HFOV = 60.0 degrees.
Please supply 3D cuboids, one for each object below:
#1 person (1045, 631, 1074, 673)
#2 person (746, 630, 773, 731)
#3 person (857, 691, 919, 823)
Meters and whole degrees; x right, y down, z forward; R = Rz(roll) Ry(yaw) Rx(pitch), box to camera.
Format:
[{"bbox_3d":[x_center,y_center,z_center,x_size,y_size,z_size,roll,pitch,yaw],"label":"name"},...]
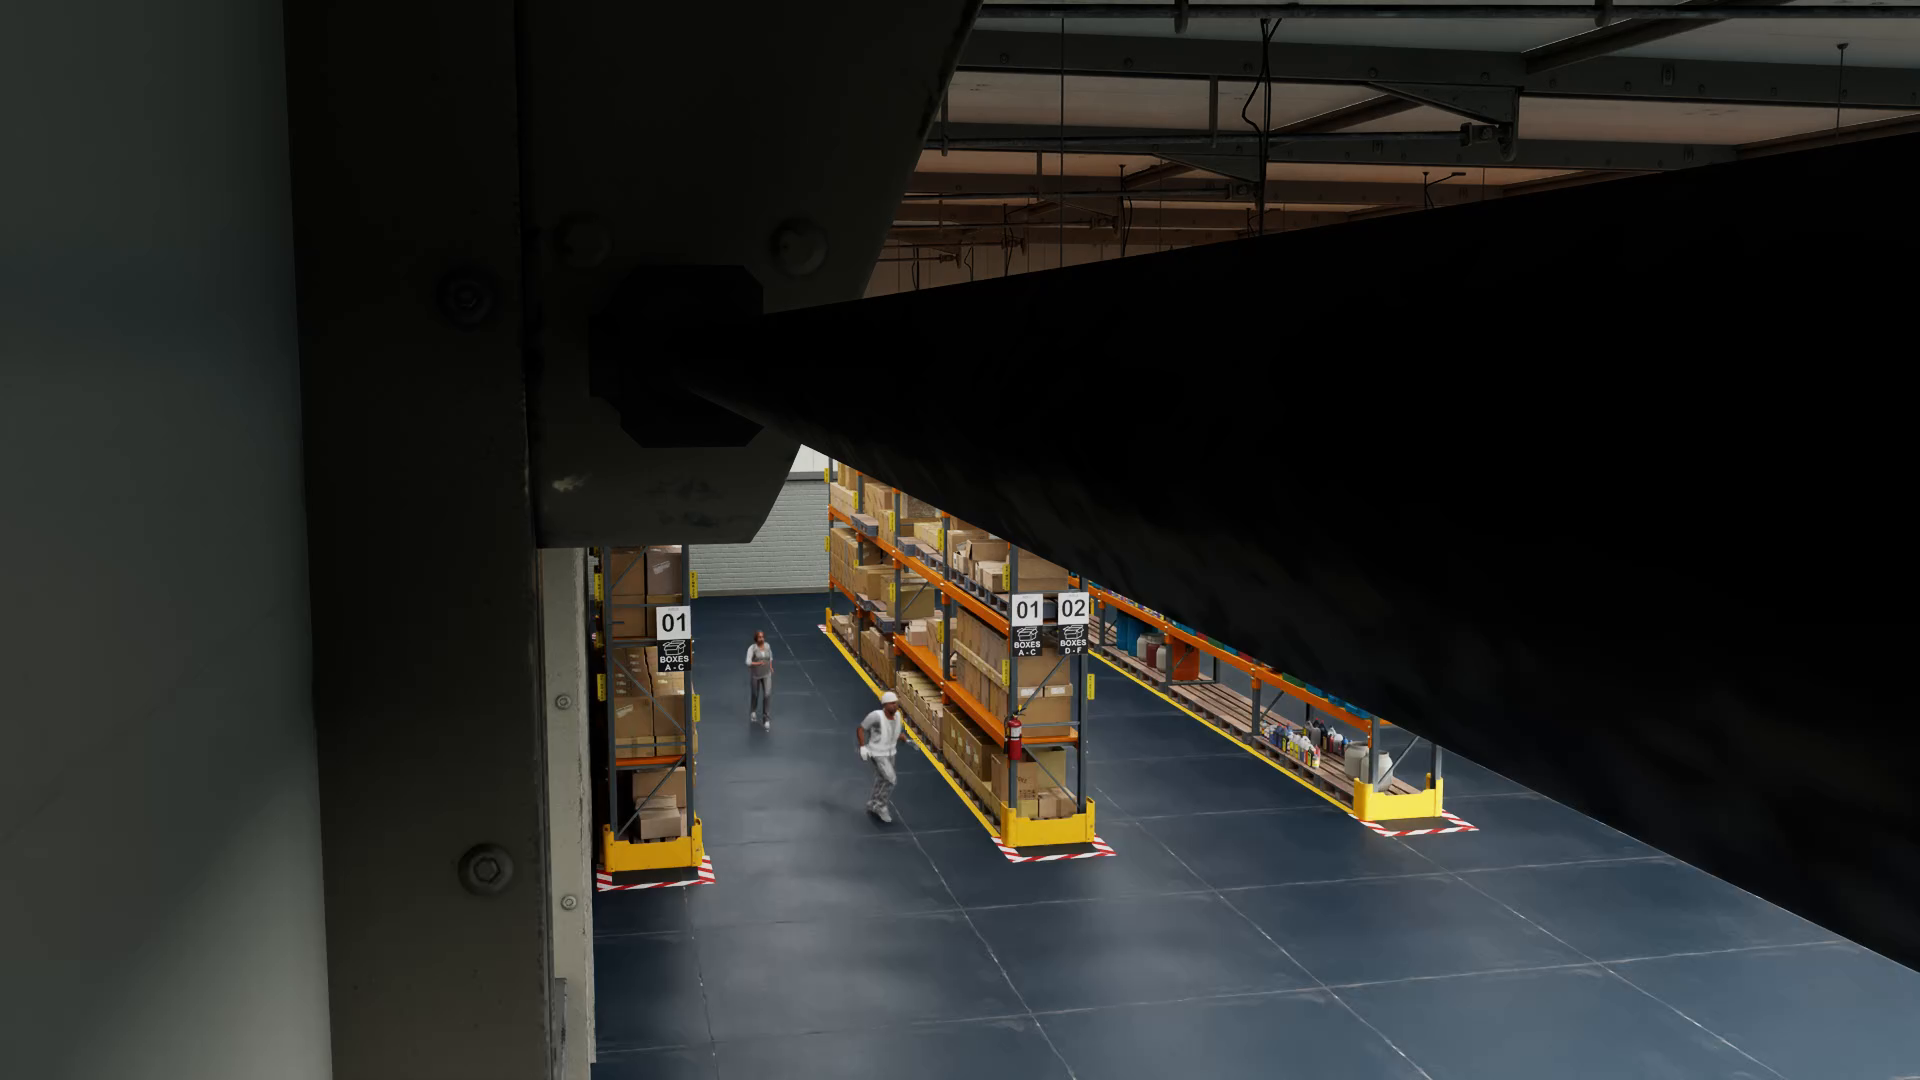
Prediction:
[{"bbox_3d":[1.814,2.045,29.042,0.655,1.708,0.671,-2,7,-18],"label":"person"},{"bbox_3d":[-3.301,2.273,27.383,0.507,1.625,0.823,-2,7,-20],"label":"person"},{"bbox_3d":[-1.004,2.861,22.060,0.818,1.755,0.649,6,9,41],"label":"person"}]
